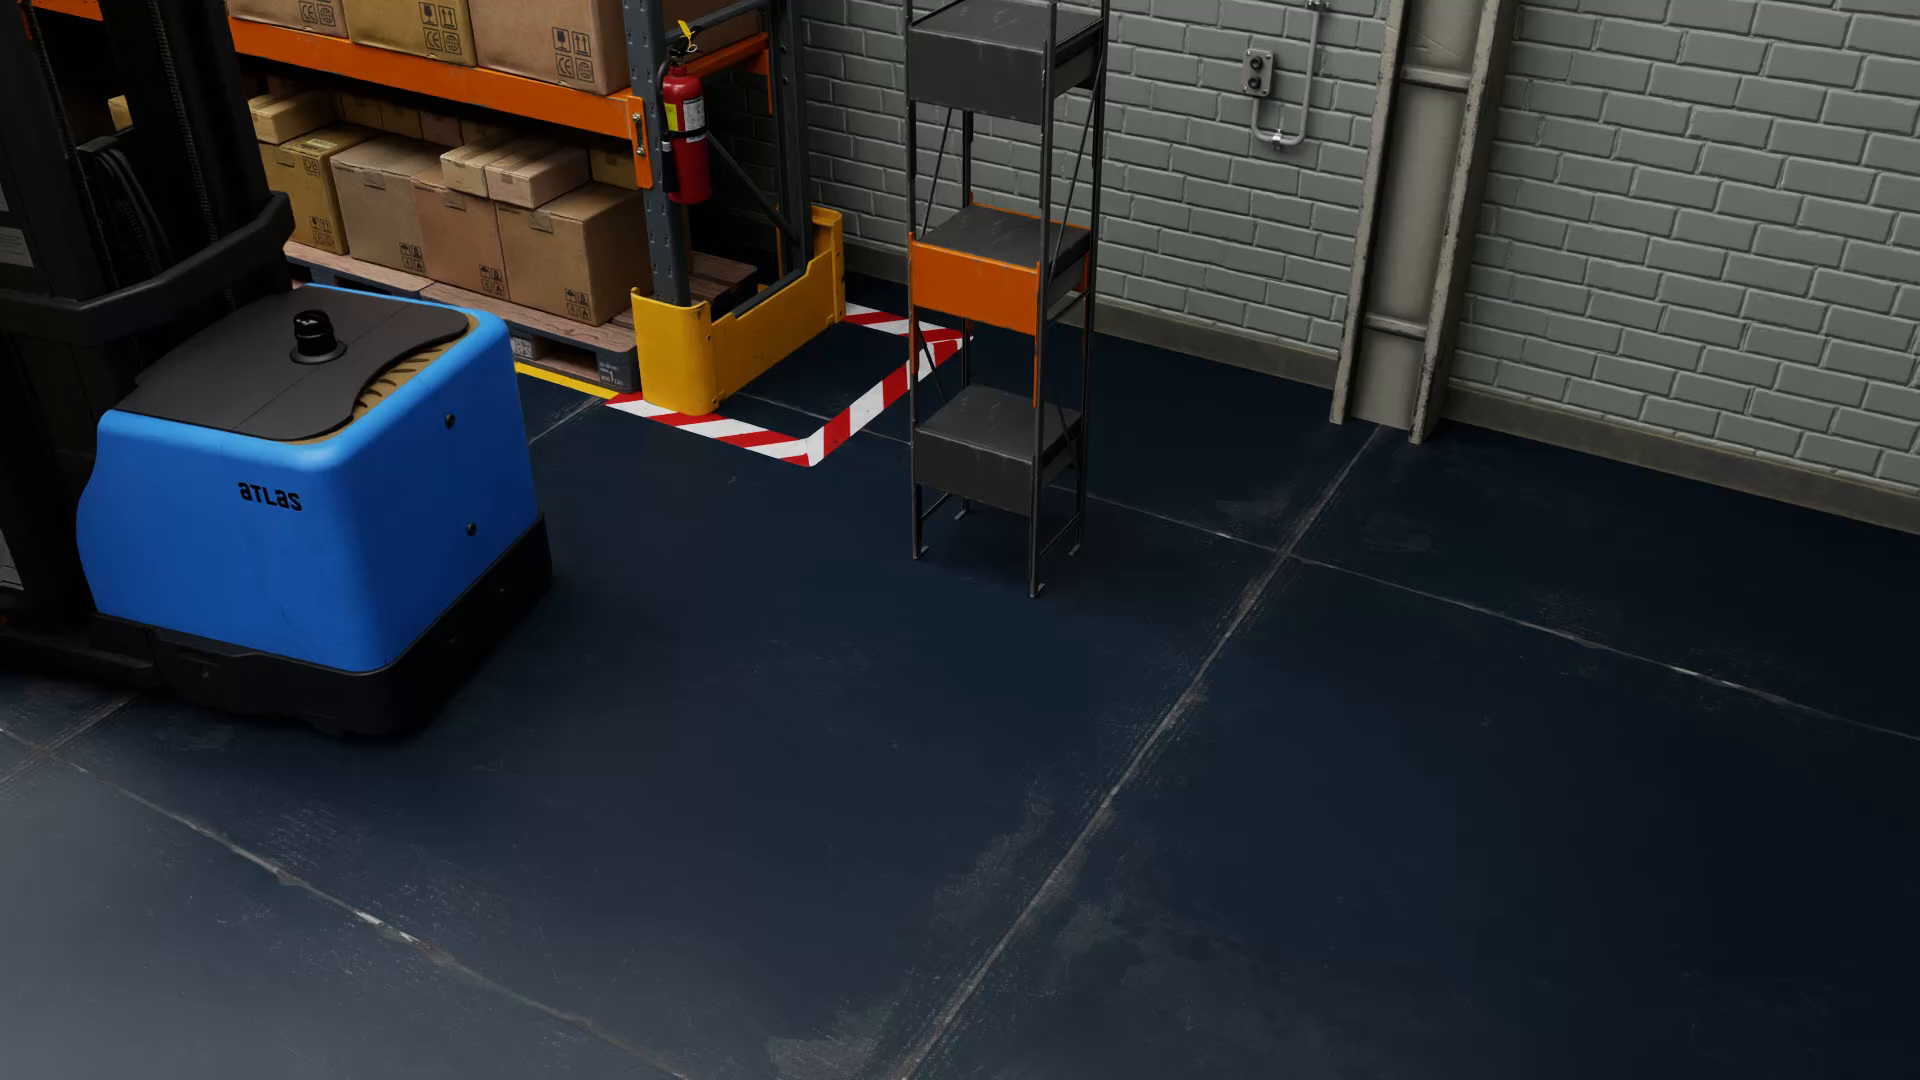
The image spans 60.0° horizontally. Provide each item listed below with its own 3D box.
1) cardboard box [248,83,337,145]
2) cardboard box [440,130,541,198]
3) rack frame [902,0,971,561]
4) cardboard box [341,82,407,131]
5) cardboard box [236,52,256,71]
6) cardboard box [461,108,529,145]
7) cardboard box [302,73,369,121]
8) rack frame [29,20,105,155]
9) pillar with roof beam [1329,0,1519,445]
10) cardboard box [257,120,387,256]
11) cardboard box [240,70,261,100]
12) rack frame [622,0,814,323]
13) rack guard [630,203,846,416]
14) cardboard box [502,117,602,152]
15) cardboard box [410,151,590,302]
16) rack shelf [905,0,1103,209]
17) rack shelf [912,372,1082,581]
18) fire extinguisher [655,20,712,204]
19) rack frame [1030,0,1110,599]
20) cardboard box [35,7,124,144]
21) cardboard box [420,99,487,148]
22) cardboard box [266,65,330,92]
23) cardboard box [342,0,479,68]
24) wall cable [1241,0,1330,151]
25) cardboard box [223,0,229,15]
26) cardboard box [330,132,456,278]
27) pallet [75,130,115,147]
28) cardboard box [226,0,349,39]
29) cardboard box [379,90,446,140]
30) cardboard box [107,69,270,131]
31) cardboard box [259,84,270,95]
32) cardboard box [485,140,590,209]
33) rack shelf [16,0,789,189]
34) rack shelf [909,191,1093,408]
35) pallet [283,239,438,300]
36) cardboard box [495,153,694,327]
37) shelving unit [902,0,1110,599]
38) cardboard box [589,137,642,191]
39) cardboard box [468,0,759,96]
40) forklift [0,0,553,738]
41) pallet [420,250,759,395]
[{"bbox_3d":[-3.187,-2.017,7.864,0.250,0.149,0.380,16,37,23],"label":"cardboard box"},{"bbox_3d":[-2.054,-1.660,7.327,0.250,0.149,0.380,19,38,26],"label":"cardboard box"},{"bbox_3d":[-0.068,-0.896,5.700,0.015,2.100,0.400,18,37,24],"label":"rack frame"},{"bbox_3d":[-2.743,-2.122,8.021,0.250,0.149,0.380,17,37,24],"label":"cardboard box"},{"bbox_3d":[-3.874,-2.478,8.556,0.250,0.149,0.380,17,37,24],"label":"cardboard box"},{"bbox_3d":[-2.079,-1.912,7.706,0.250,0.149,0.380,18,38,25],"label":"cardboard box"},{"bbox_3d":[-2.968,-2.192,8.127,0.250,0.149,0.380,18,38,25],"label":"cardboard box"},{"bbox_3d":[-4.445,-3.193,8.339,0.127,3.000,1.000,18,37,24],"label":"rack frame"},{"bbox_3d":[-0.335,-2.192,1.424,0.400,9.000,9.100,18,37,24],"label":"pillar with roof beam"},{"bbox_3d":[-2.968,-1.791,8.109,0.500,0.500,0.700,18,38,25],"label":"cardboard box"},{"bbox_3d":[-3.640,-2.161,8.080,0.250,0.149,0.380,19,38,26],"label":"cardboard box"},{"bbox_3d":[-0.972,-2.093,6.687,0.127,3.000,1.000,18,37,24],"label":"rack frame"},{"bbox_3d":[-0.951,-1.046,7.370,0.348,0.500,1.175,18,37,24],"label":"rack guard"},{"bbox_3d":[-1.862,-1.843,7.602,0.250,0.149,0.380,18,38,25],"label":"cardboard box"},{"bbox_3d":[-2.064,-1.510,7.687,0.500,0.500,0.700,17,37,24],"label":"cardboard box"},{"bbox_3d":[0.144,-1.400,5.219,0.480,0.518,0.431,18,37,24],"label":"rack shelf"},{"bbox_3d":[0.144,-0.234,5.995,0.480,0.518,0.431,18,37,24],"label":"rack shelf"},{"bbox_3d":[-1.070,-1.642,6.416,0.183,0.674,0.296,18,37,24],"label":"fire extinguisher"},{"bbox_3d":[0.356,-0.761,5.499,0.015,2.100,0.400,18,37,24],"label":"rack frame"},{"bbox_3d":[-5.074,-2.590,8.993,0.750,0.750,0.750,18,38,25],"label":"cardboard box"},{"bbox_3d":[-2.300,-1.982,7.811,0.250,0.149,0.380,18,38,25],"label":"cardboard box"},{"bbox_3d":[-3.187,-2.262,8.232,0.250,0.149,0.380,16,37,23],"label":"cardboard box"},{"bbox_3d":[-2.057,-2.548,7.100,0.700,0.700,0.980,17,37,24],"label":"cardboard box"},{"bbox_3d":[0.609,-2.619,6.561,1.851,1.984,0.084,18,37,24],"label":"wall cable"},{"bbox_3d":[-3.351,-2.958,7.715,0.700,0.700,0.980,17,37,23],"label":"cardboard box"},{"bbox_3d":[-2.501,-1.648,7.894,0.500,0.500,0.700,16,37,23],"label":"cardboard box"},{"bbox_3d":[-5.153,-2.209,9.376,1.213,0.211,1.003,18,37,24],"label":"pallet"},{"bbox_3d":[-2.715,-2.763,7.422,0.700,0.700,0.980,16,37,22],"label":"cardboard box"},{"bbox_3d":[-2.524,-2.052,7.916,0.250,0.149,0.380,18,38,25],"label":"cardboard box"},{"bbox_3d":[-3.847,-2.073,8.533,0.500,0.500,0.700,18,38,25],"label":"cardboard box"},{"bbox_3d":[-3.412,-1.933,8.323,0.500,0.500,0.700,17,37,24],"label":"cardboard box"},{"bbox_3d":[-1.832,-1.590,7.222,0.250,0.149,0.380,17,37,24],"label":"cardboard box"},{"bbox_3d":[-2.709,-2.344,7.713,4.000,0.370,1.077,18,37,24],"label":"rack shelf"},{"bbox_3d":[0.144,-0.817,5.607,0.480,0.518,0.431,18,37,24],"label":"rack shelf"},{"bbox_3d":[-2.760,-1.451,8.239,1.213,0.211,1.003,18,37,24],"label":"pallet"},{"bbox_3d":[-1.630,-1.372,7.481,0.500,0.500,0.700,18,37,24],"label":"cardboard box"},{"bbox_3d":[0.144,-0.828,5.600,0.503,2.100,0.431,18,37,24],"label":"shelving unit"},{"bbox_3d":[-1.422,-1.704,7.394,0.250,0.149,0.380,18,38,25],"label":"cardboard box"},{"bbox_3d":[-1.420,-2.354,6.808,0.700,0.700,0.980,19,38,26],"label":"cardboard box"},{"bbox_3d":[-3.032,-1.078,5.225,3.031,2.935,1.130,11,35,16],"label":"forklift"},{"bbox_3d":[-1.705,-1.115,7.734,1.213,0.211,1.003,18,37,24],"label":"pallet"}]
